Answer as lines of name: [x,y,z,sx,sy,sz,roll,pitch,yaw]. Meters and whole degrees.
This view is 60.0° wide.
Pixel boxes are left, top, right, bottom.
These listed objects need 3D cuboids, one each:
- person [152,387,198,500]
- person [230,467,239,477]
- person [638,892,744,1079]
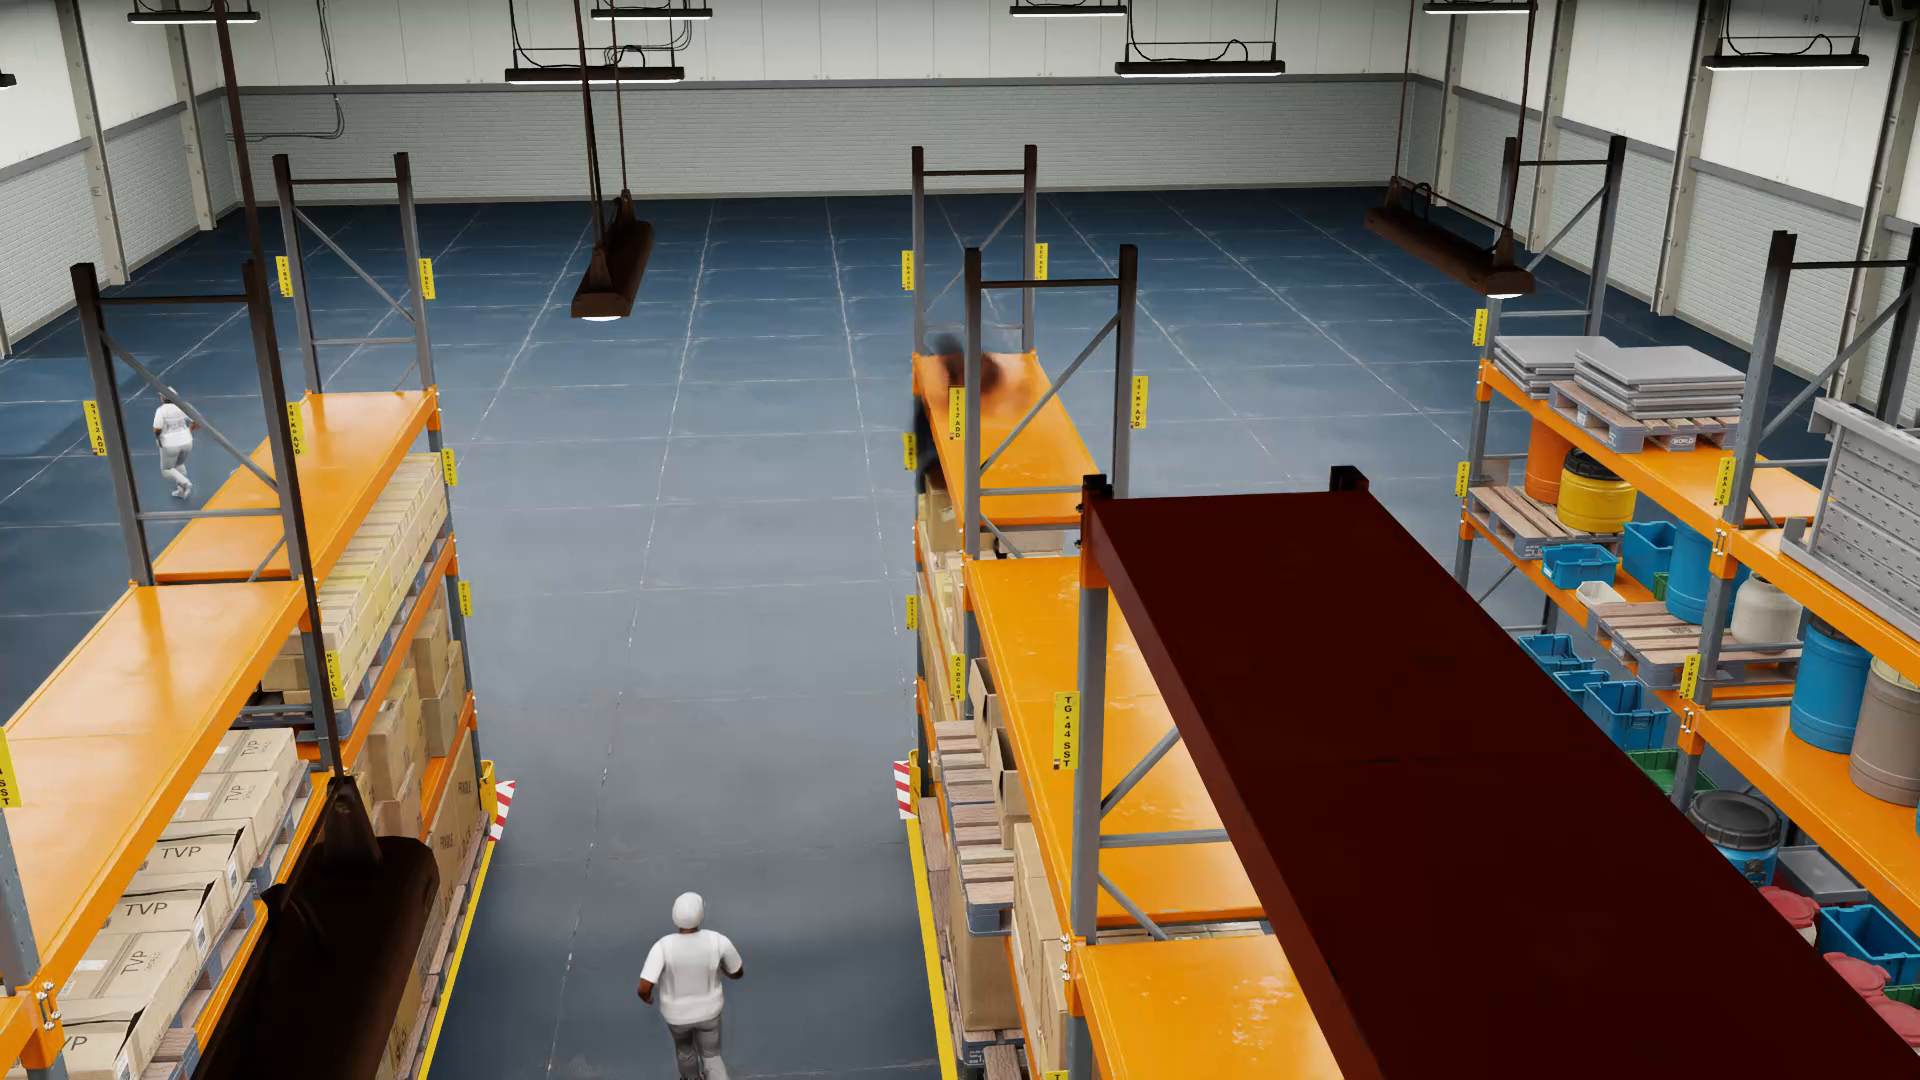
person: [-10.711,-1.311,22.756,0.687,1.621,0.613,15,26,33]
person: [-8.141,0.023,19.122,0.857,1.826,0.672,17,27,37]
person: [-1.794,3.195,11.199,0.710,1.767,0.941,-5,22,-13]
